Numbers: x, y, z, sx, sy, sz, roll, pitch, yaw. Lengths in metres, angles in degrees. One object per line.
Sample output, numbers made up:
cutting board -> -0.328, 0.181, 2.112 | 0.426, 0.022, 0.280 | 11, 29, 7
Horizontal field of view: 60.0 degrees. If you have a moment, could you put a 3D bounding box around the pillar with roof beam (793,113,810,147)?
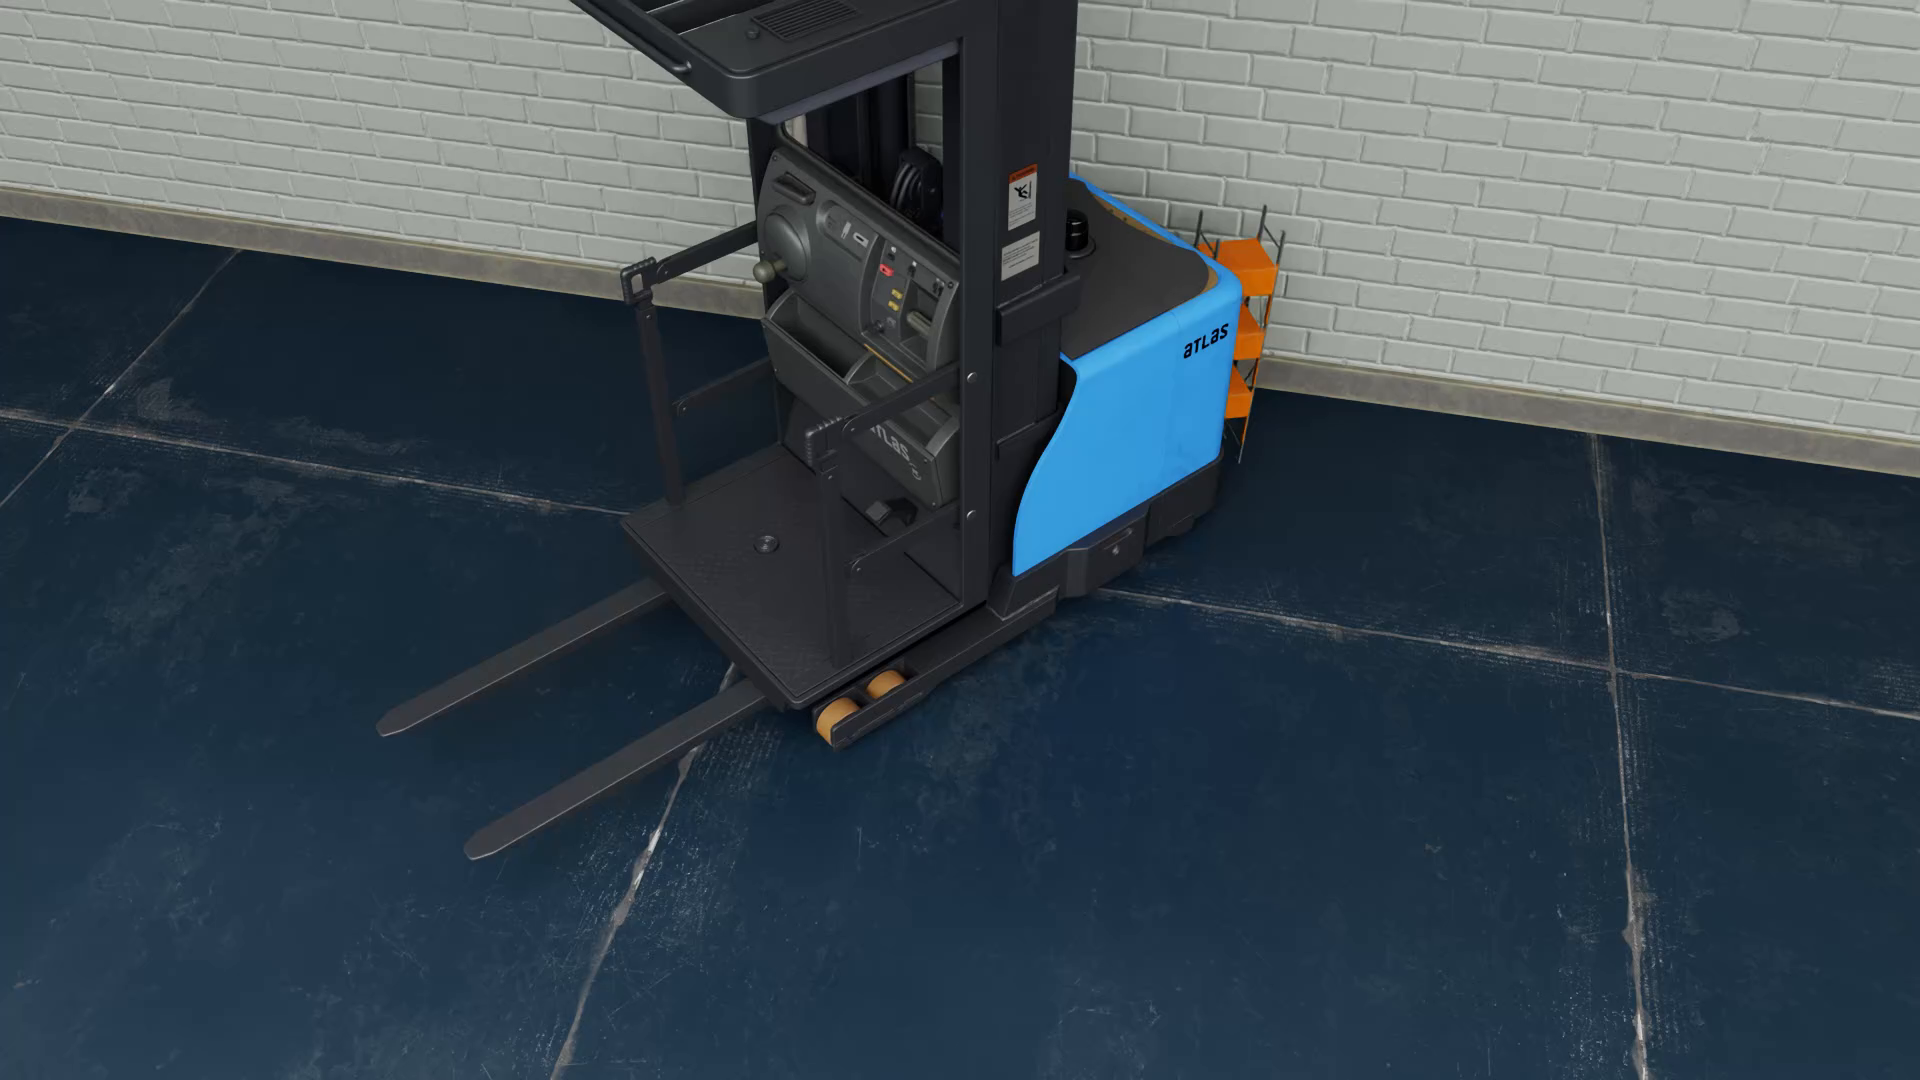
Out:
pillar with roof beam -> -1.338, -1.133, 0.938 | 0.400, 9.000, 9.100 | 9, 45, 9

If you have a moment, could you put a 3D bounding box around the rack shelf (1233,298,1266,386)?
rack shelf -> 0.980, -0.732, 6.259 | 0.240, 0.259, 0.215 | -7, 43, -11

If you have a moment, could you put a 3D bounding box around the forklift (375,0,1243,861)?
forklift -> -0.486, -0.783, 4.950 | 3.031, 2.935, 1.130 | -29, 51, -27

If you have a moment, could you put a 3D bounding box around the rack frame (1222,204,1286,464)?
rack frame -> 1.099, -0.755, 6.275 | 0.008, 1.050, 0.200 | -7, 43, -11

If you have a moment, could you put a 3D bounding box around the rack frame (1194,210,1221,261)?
rack frame -> 0.862, -0.725, 6.227 | 0.008, 1.050, 0.200 | -7, 43, -11

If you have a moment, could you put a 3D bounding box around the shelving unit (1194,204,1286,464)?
shelving unit -> 0.981, -0.740, 6.251 | 0.252, 1.050, 0.215 | -7, 43, -11

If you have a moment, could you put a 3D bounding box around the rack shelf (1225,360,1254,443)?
rack shelf -> 0.969, -0.527, 6.446 | 0.240, 0.259, 0.215 | -7, 43, -11

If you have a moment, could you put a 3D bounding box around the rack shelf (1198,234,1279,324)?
rack shelf -> 0.992, -0.941, 6.067 | 0.240, 0.259, 0.215 | -7, 43, -11
